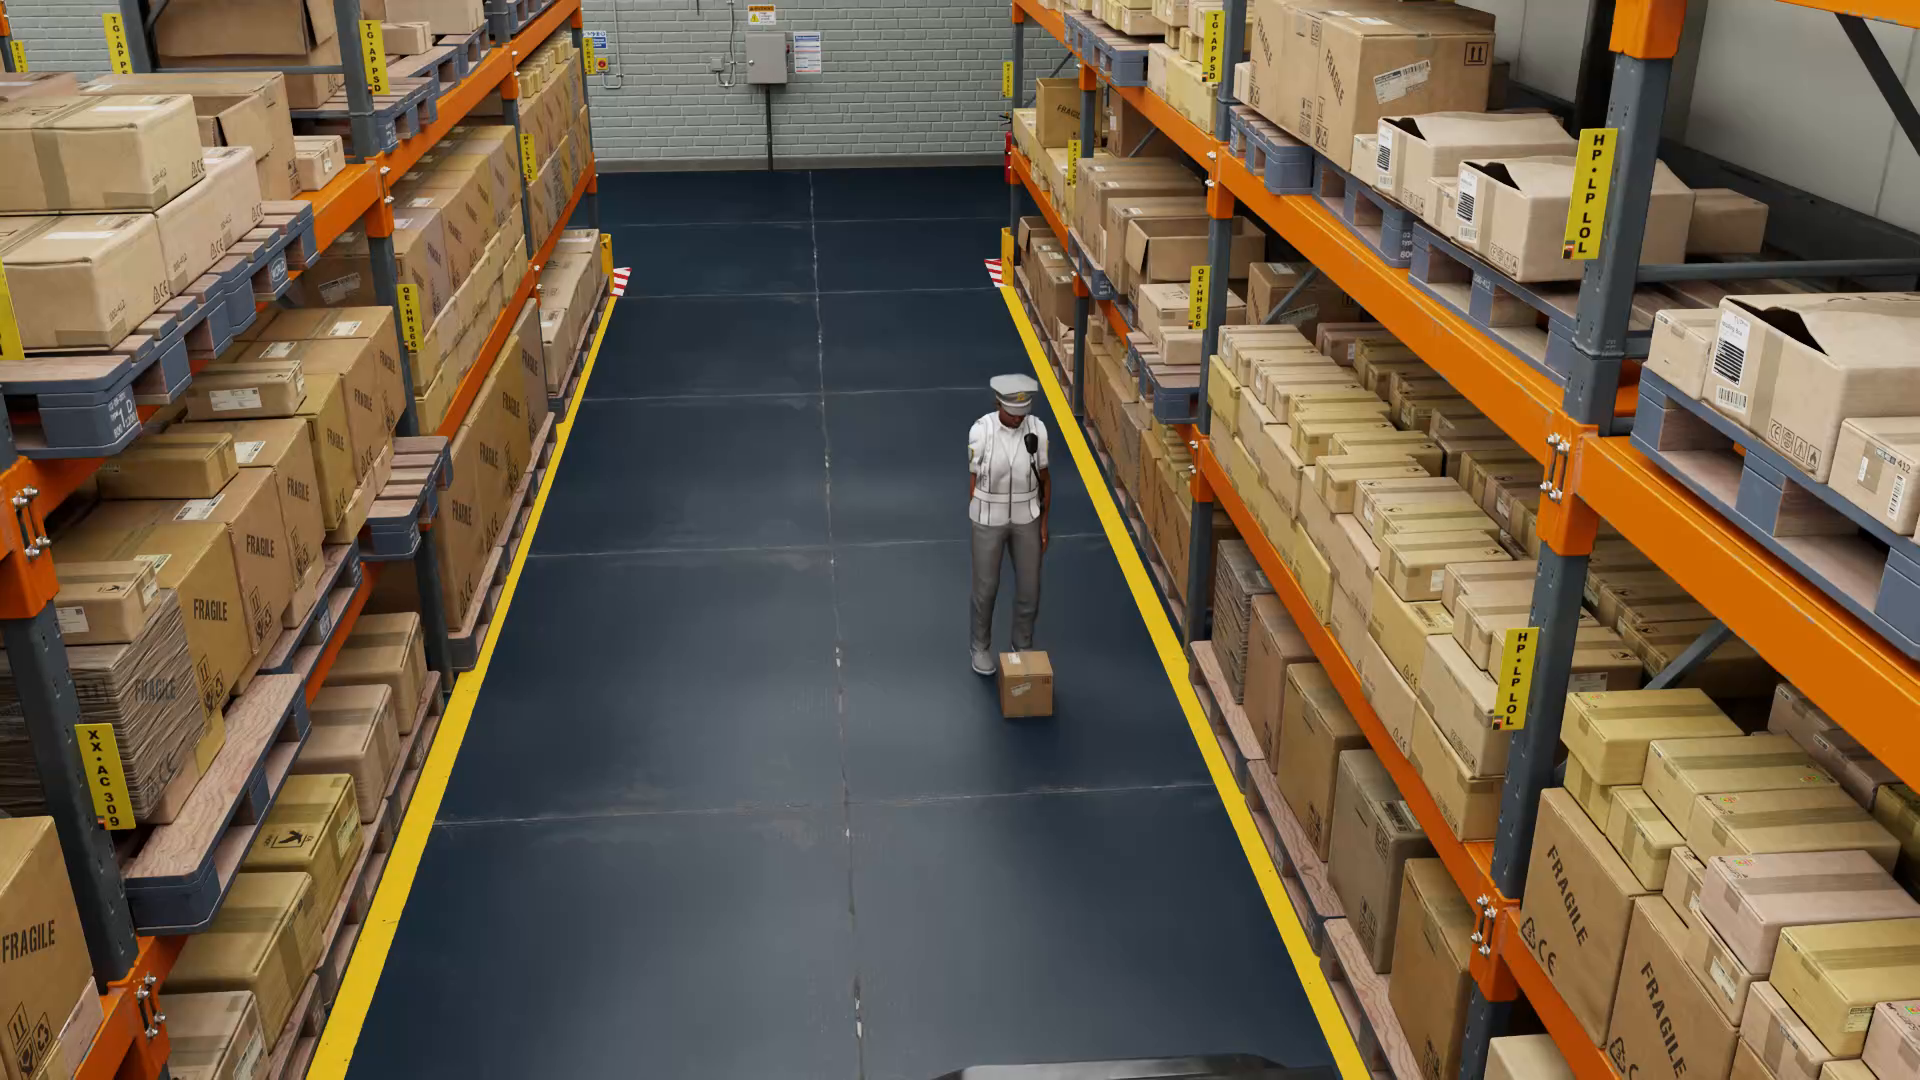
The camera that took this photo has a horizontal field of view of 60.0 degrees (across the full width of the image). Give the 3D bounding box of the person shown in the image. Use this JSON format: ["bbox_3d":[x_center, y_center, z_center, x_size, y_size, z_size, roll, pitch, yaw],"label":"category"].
[{"bbox_3d":[0.264,-0.084,8.816,0.441,1.654,0.337,-4,24,-9],"label":"person"}]
